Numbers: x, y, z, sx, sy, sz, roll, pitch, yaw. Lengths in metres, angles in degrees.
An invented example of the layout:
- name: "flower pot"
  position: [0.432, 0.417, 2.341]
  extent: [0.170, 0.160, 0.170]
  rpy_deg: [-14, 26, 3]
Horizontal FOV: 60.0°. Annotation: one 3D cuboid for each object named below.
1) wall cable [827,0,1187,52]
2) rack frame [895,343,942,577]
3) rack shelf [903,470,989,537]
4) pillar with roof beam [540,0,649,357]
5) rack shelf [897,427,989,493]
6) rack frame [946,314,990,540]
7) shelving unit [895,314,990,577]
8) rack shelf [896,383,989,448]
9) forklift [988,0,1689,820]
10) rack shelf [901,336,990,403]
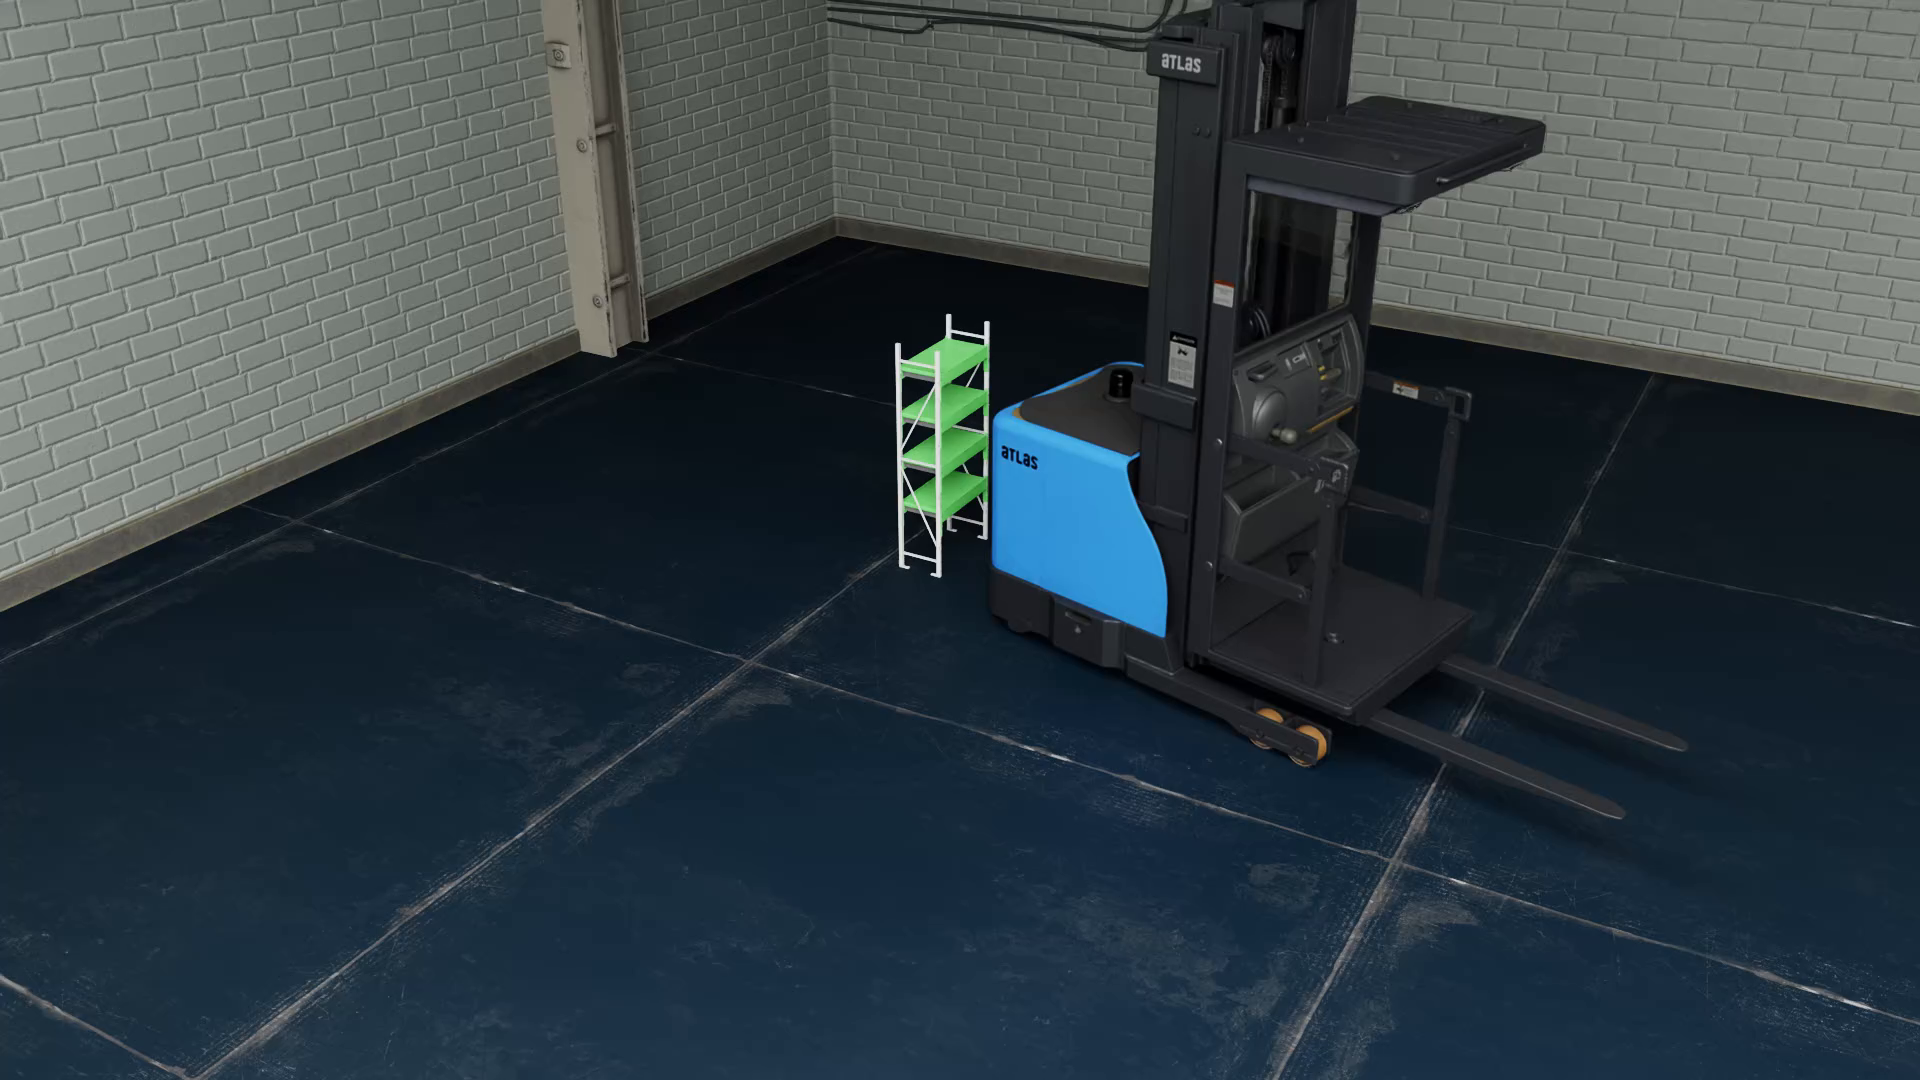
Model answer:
- name: "wall cable"
  position: [0.221, -4.832, 11.820]
  extent: [3.097, 2.526, 0.112]
  rpy_deg: [14, 30, 26]
- name: "rack frame"
  position: [-0.201, -0.377, 8.163]
  extent: [0.240, 1.200, 0.015]
  rpy_deg: [14, 30, 26]
- name: "rack shelf"
  position: [-0.081, -0.200, 8.489]
  extent: [0.258, 0.148, 0.480]
  rpy_deg: [14, 30, 26]
- name: "pillar with roof beam"
  position: [1.369, -4.416, 7.519]
  extent: [9.100, 9.000, 0.400]
  rpy_deg: [14, 30, 26]
- name: "rack shelf"
  position: [-0.081, -0.415, 8.381]
  extent: [0.258, 0.148, 0.480]
  rpy_deg: [14, 30, 26]
- name: "rack frame"
  position: [0.039, -0.567, 8.542]
  extent: [0.240, 1.200, 0.015]
  rpy_deg: [14, 30, 26]
- name: "shelving unit"
  position: [-0.081, -0.472, 8.353]
  extent: [0.258, 1.200, 0.503]
  rpy_deg: [14, 30, 26]
- name: "rack shelf"
  position: [-0.081, -0.629, 8.274]
  extent: [0.258, 0.148, 0.480]
  rpy_deg: [14, 30, 26]
- name: "forklift"
  position: [1.561, -0.640, 6.753]
  extent: [3.031, 2.935, 1.130]
  rpy_deg: [22, 34, 37]
- name: "rack shelf"
  position: [-0.081, -0.844, 8.166]
  extent: [0.258, 0.148, 0.480]
  rpy_deg: [14, 30, 26]
